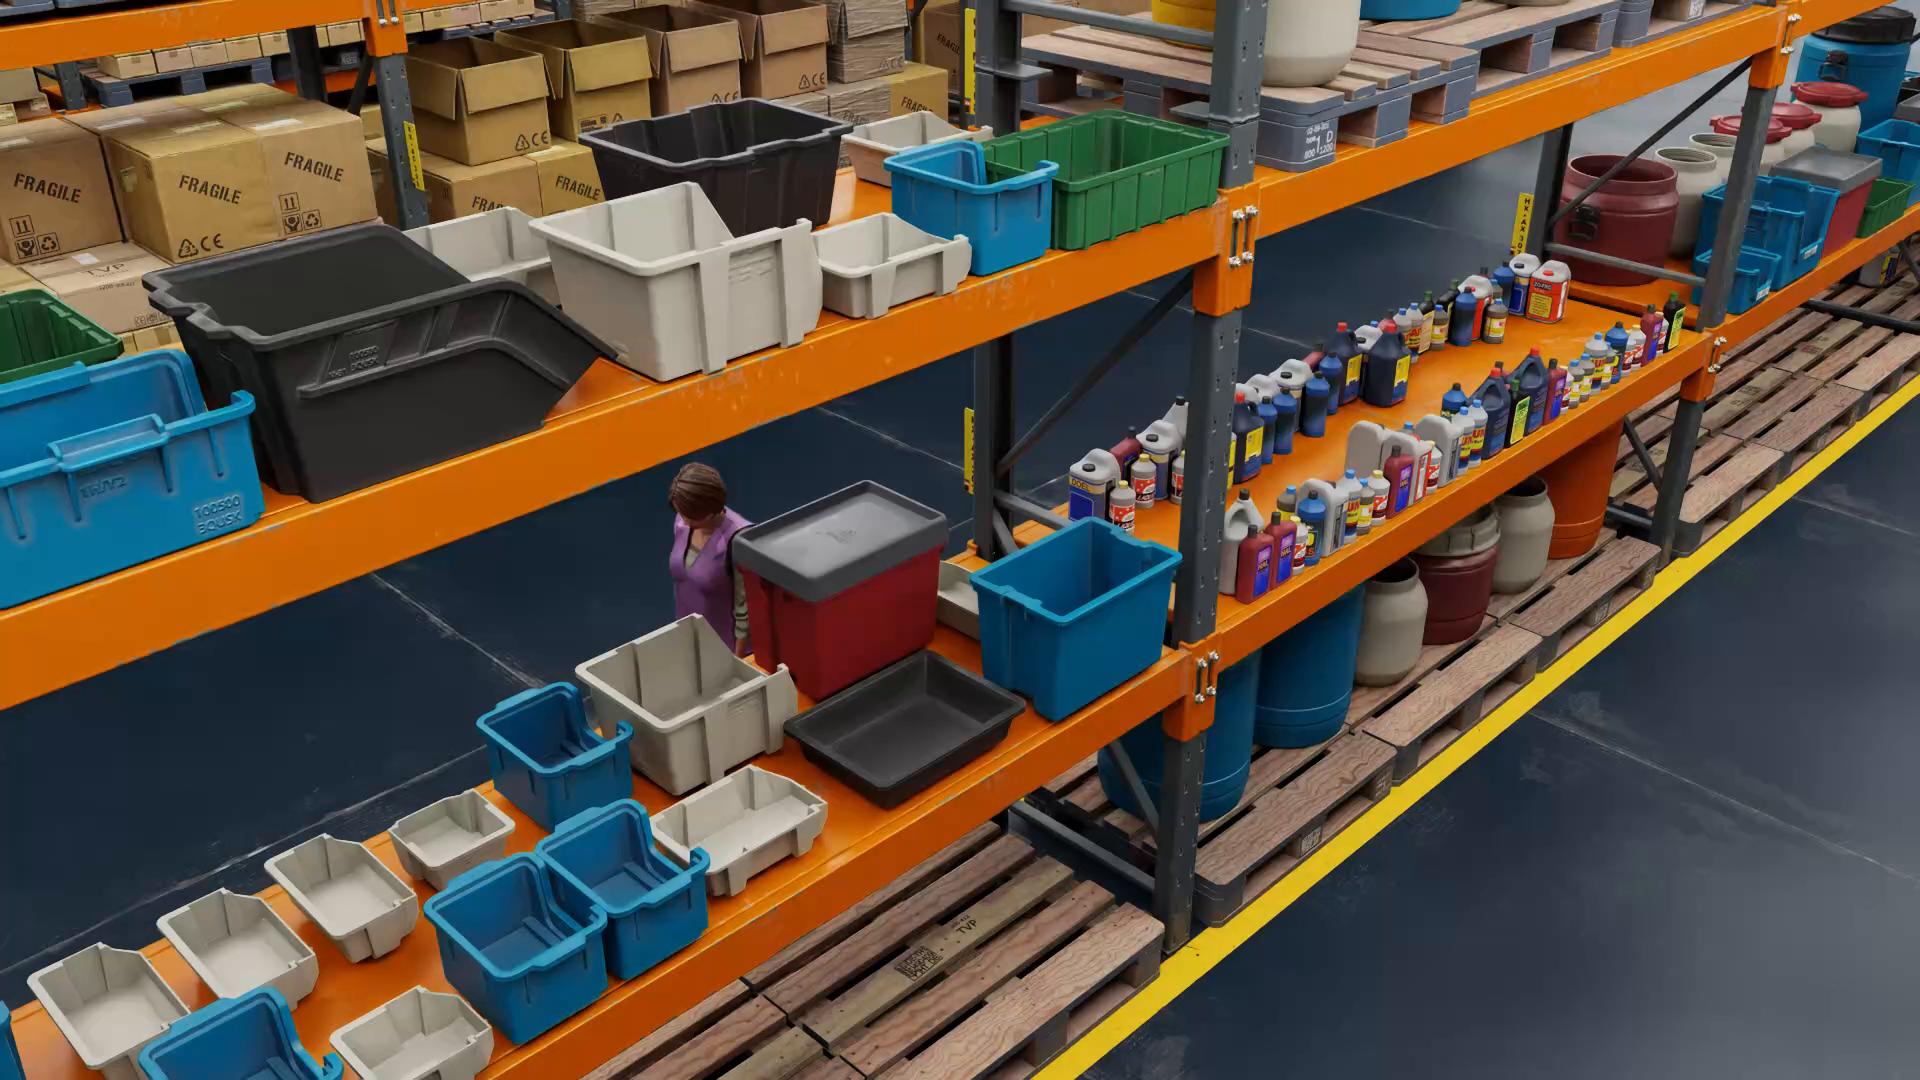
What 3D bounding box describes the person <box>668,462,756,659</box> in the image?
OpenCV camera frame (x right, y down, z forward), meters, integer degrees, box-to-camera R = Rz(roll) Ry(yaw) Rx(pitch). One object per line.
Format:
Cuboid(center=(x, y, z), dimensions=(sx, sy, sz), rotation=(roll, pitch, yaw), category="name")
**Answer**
Cuboid(center=(-0.921, 0.416, 6.405), dimensions=(0.417, 1.564, 0.340), rotation=(20, 34, 33), category="person")
